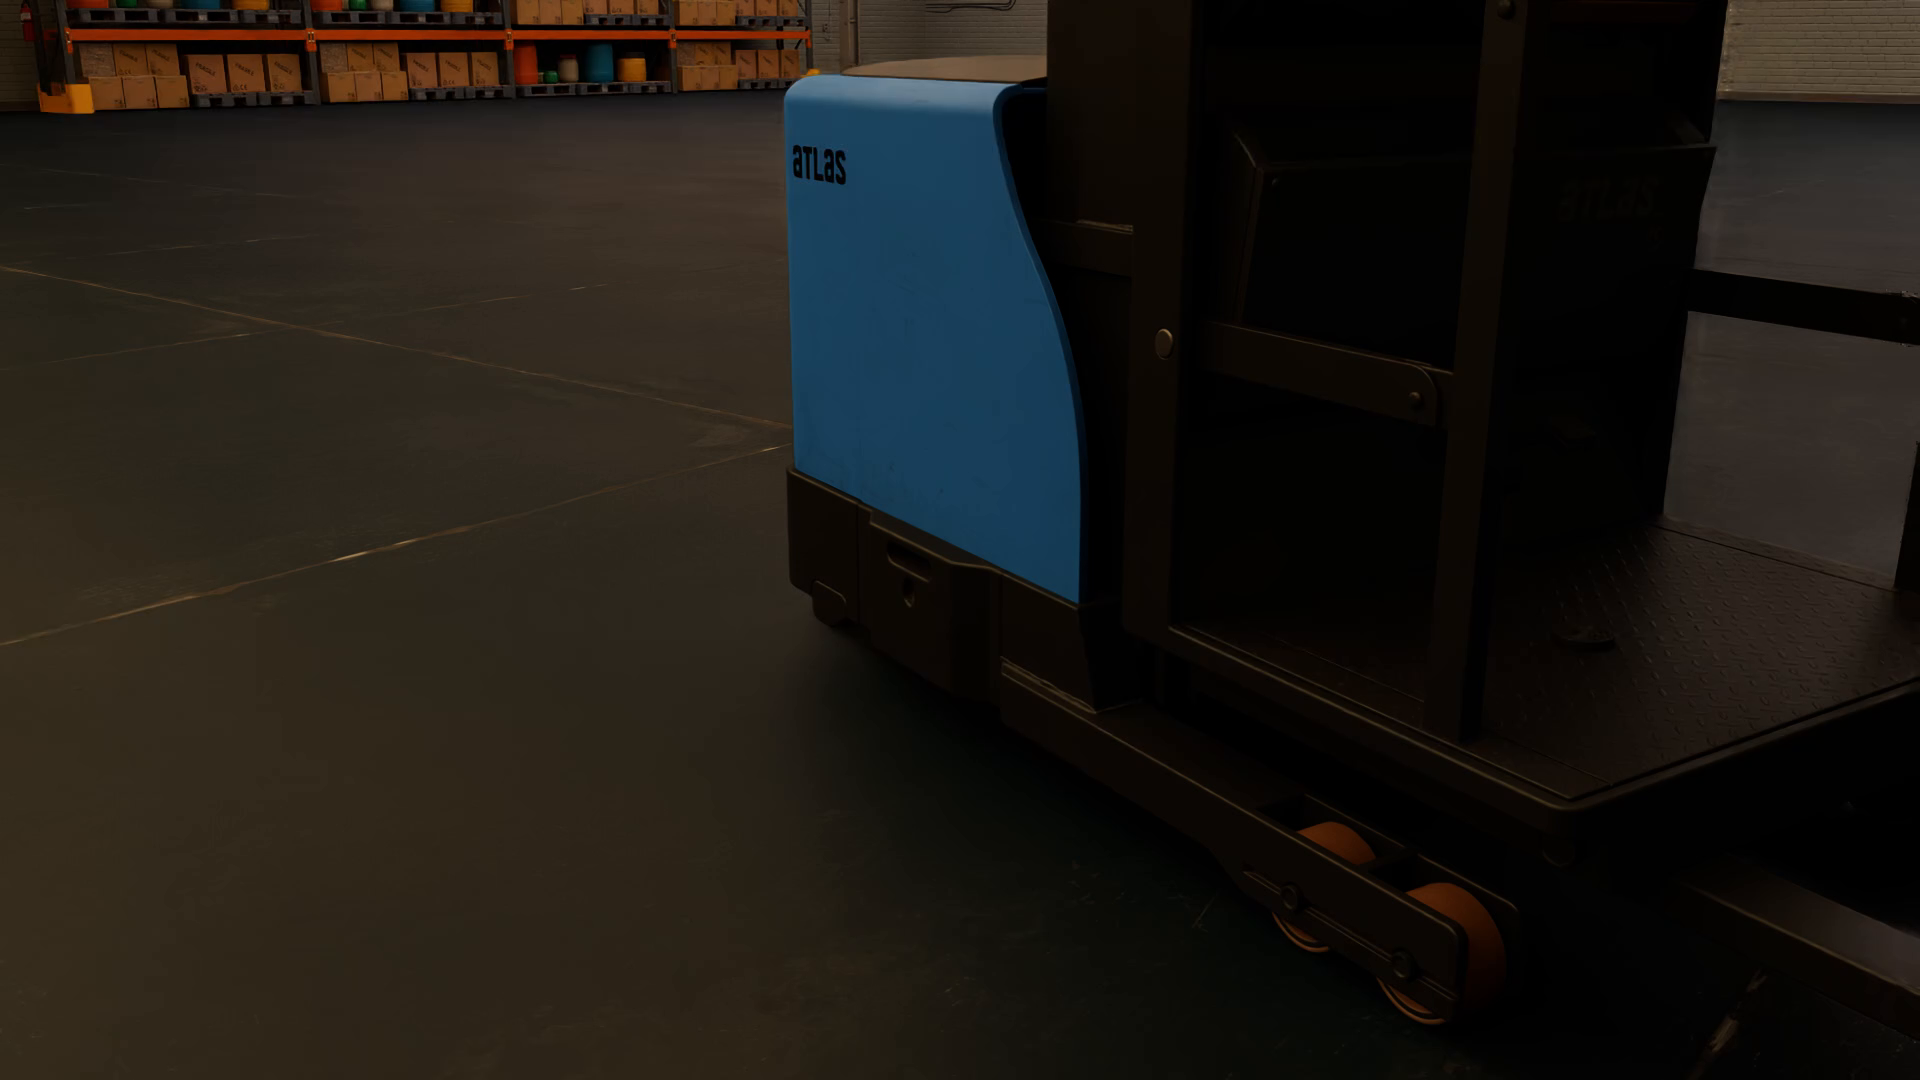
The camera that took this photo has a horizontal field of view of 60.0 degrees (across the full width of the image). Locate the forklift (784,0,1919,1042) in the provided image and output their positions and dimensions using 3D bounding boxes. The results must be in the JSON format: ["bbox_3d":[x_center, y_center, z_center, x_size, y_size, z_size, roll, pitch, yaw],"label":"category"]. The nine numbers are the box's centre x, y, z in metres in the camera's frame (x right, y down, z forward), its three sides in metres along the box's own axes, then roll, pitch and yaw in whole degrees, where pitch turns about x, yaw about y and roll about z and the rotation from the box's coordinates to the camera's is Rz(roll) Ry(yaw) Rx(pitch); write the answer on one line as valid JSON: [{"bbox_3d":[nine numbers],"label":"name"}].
[{"bbox_3d":[0.855,-0.972,2.097,1.130,2.935,3.031,-10,20,-30],"label":"forklift"}]
